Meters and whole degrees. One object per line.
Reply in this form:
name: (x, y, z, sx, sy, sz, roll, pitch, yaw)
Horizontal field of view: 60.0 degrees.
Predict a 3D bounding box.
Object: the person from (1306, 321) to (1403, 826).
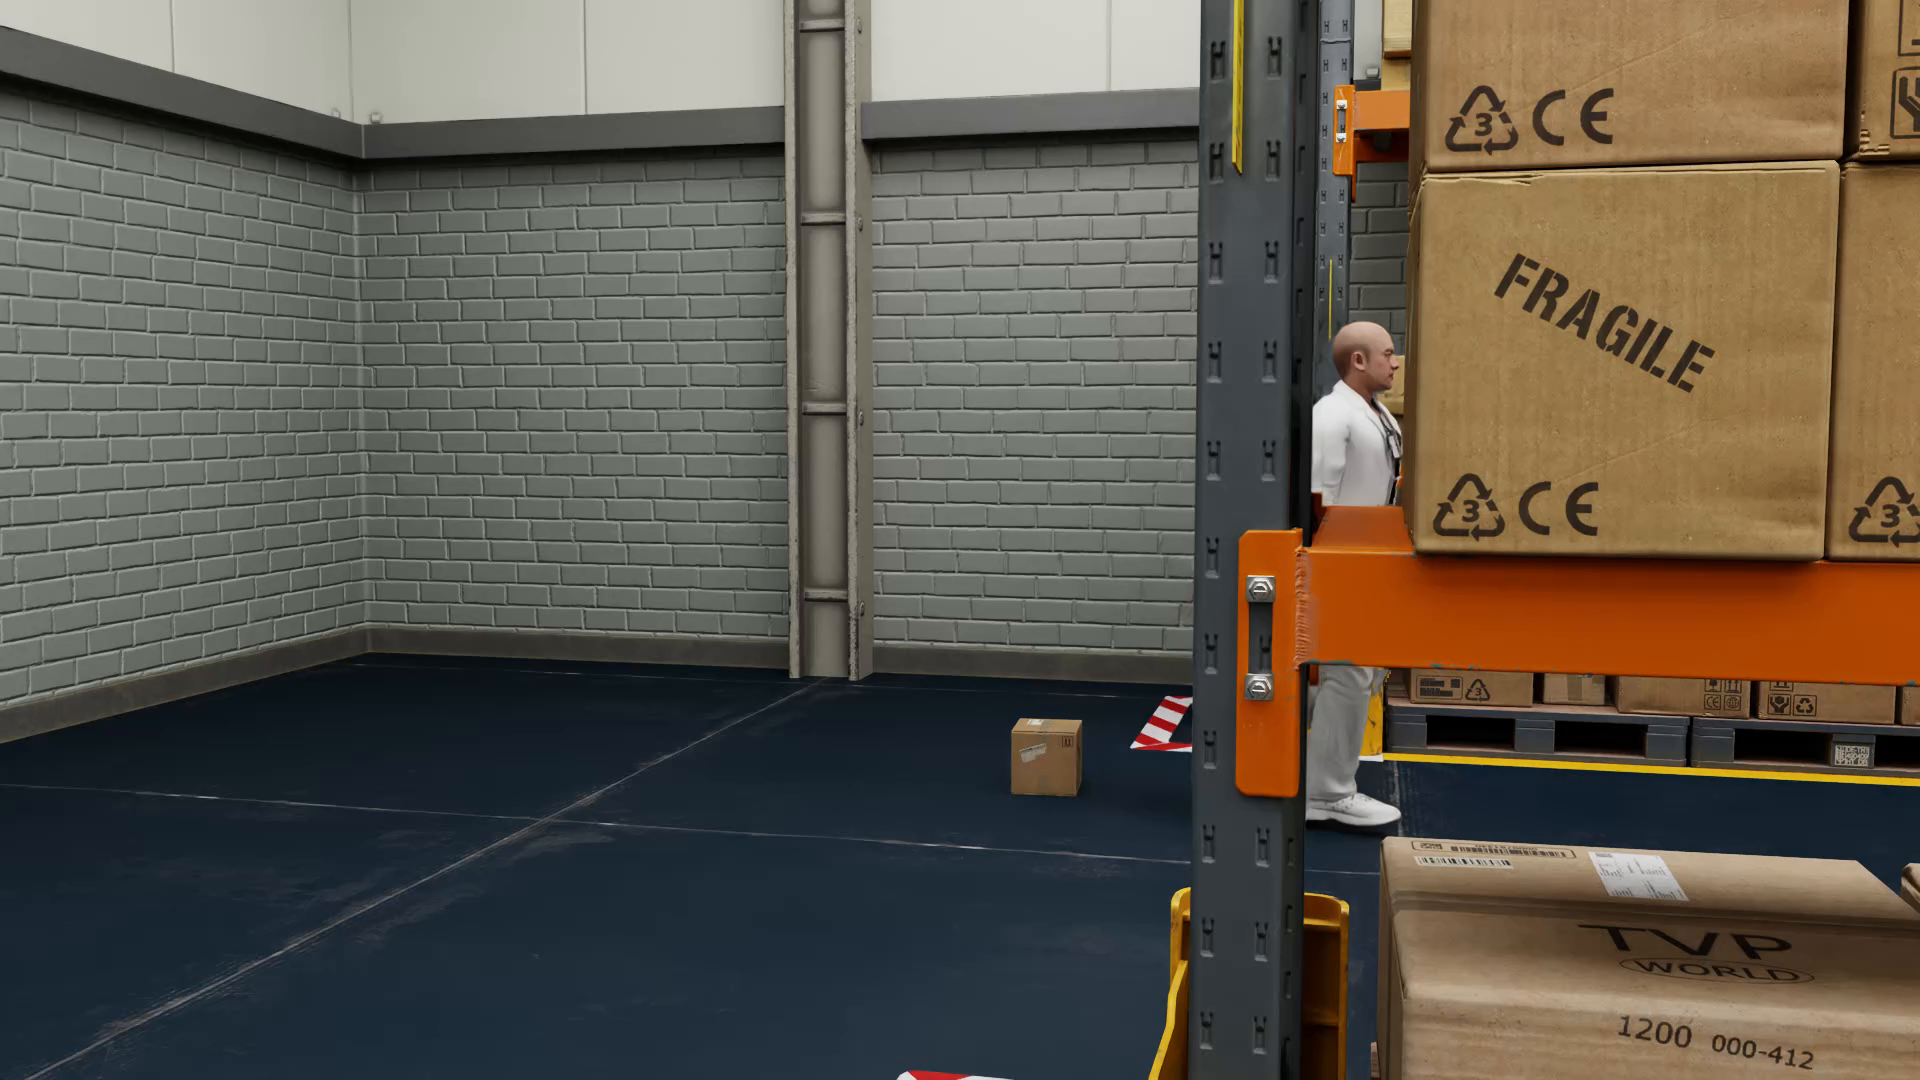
person: (1.286, 0.106, 5.956, 0.694, 1.758, 0.616, 3, 6, 35)
